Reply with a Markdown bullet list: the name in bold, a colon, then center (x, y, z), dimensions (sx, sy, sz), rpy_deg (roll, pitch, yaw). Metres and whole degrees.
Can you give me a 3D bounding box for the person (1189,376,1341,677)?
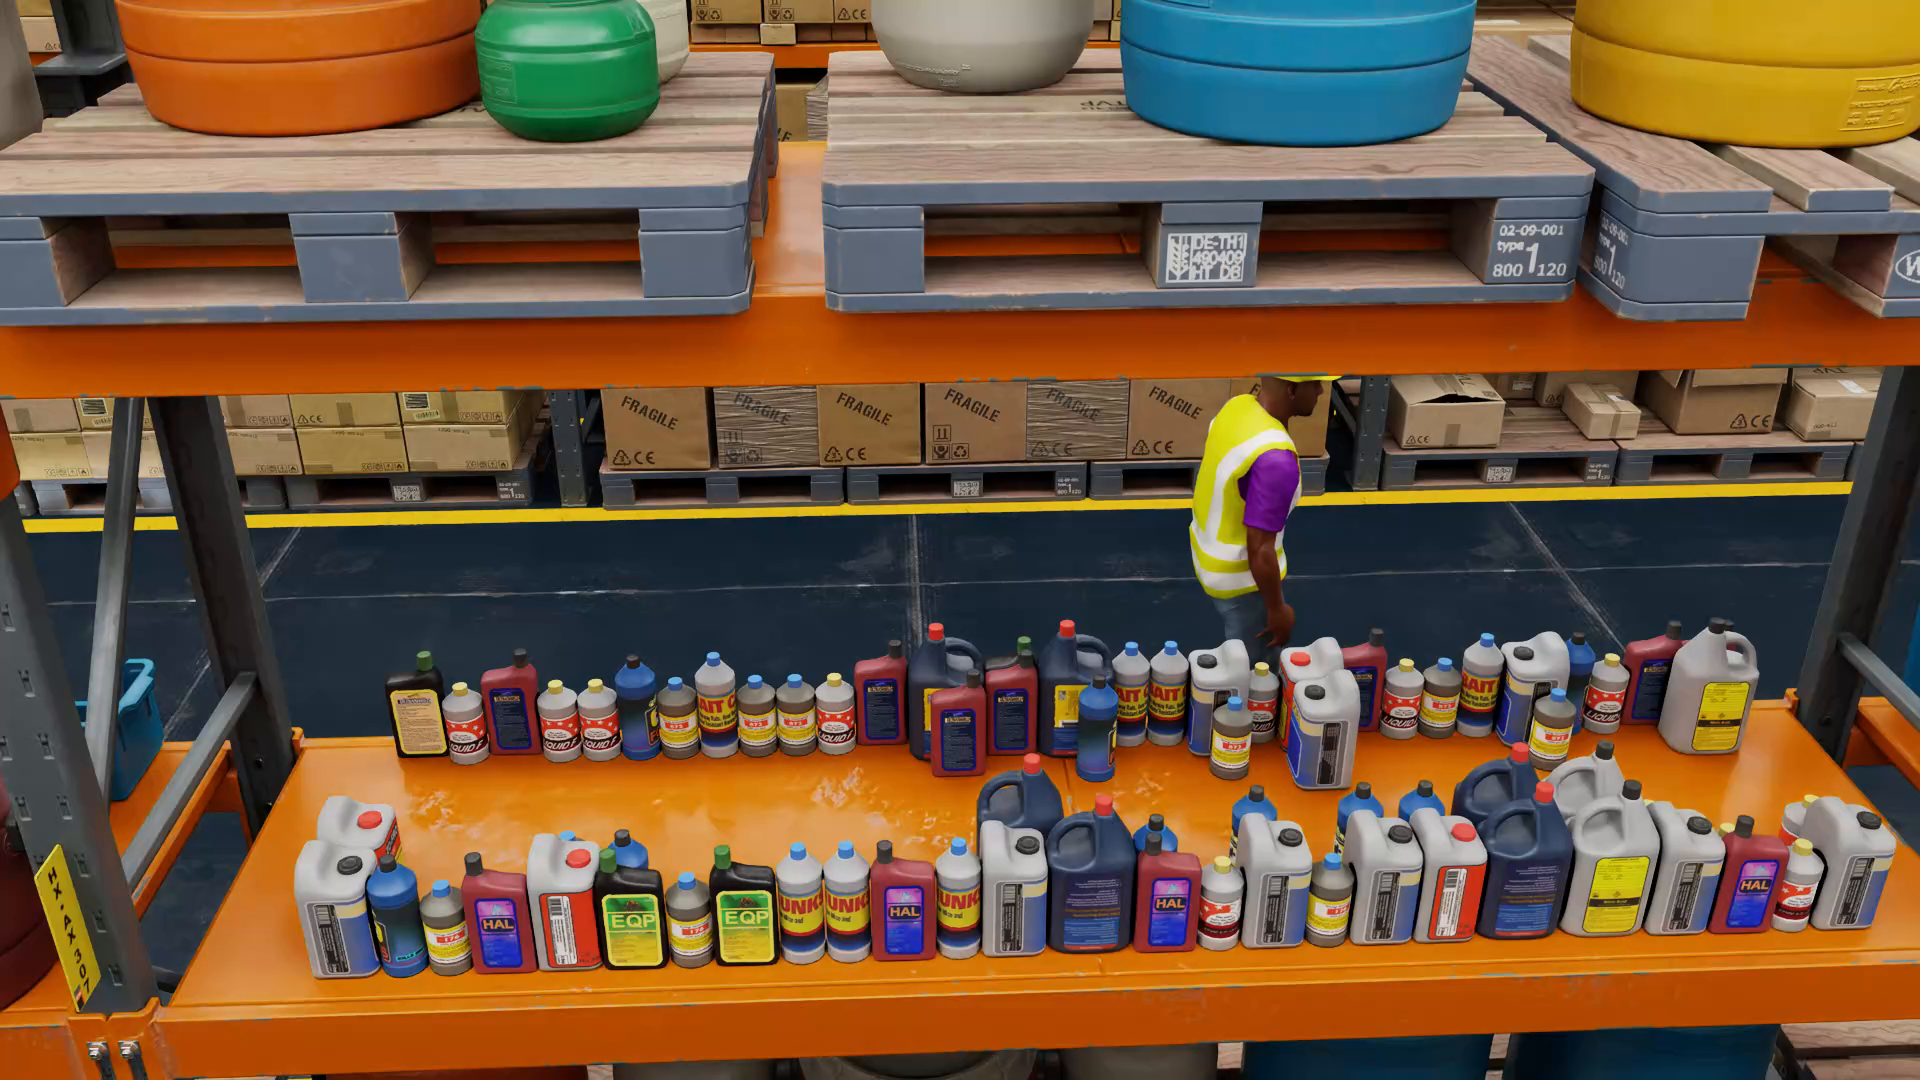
- **person**: center (1.047, 0.109, 5.890), dimensions (0.456, 1.760, 0.627), rpy_deg (-1, 27, -2)
